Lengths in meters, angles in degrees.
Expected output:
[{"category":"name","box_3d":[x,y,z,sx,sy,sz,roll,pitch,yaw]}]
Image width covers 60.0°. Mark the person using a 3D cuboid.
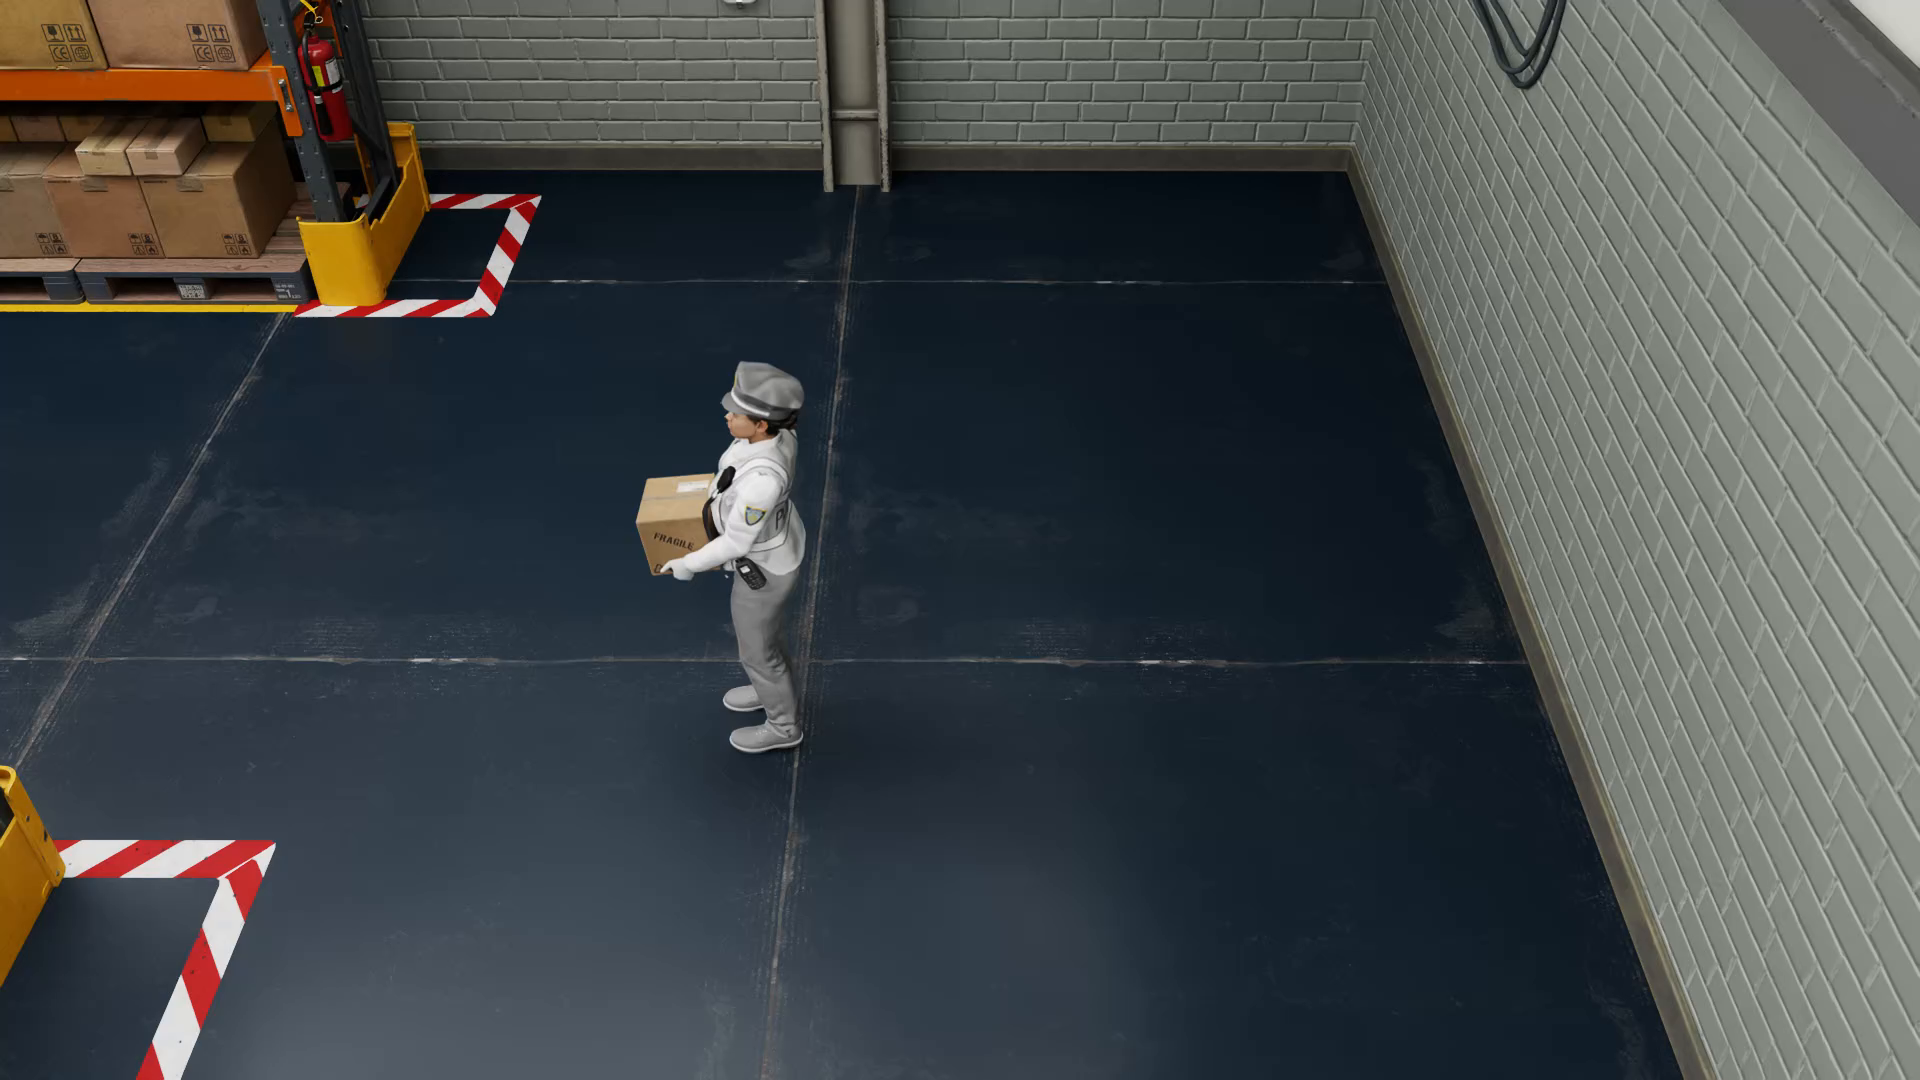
[{"category":"person","box_3d":[-0.792,0.071,6.054,0.543,1.688,0.459,1,40,1]}]
